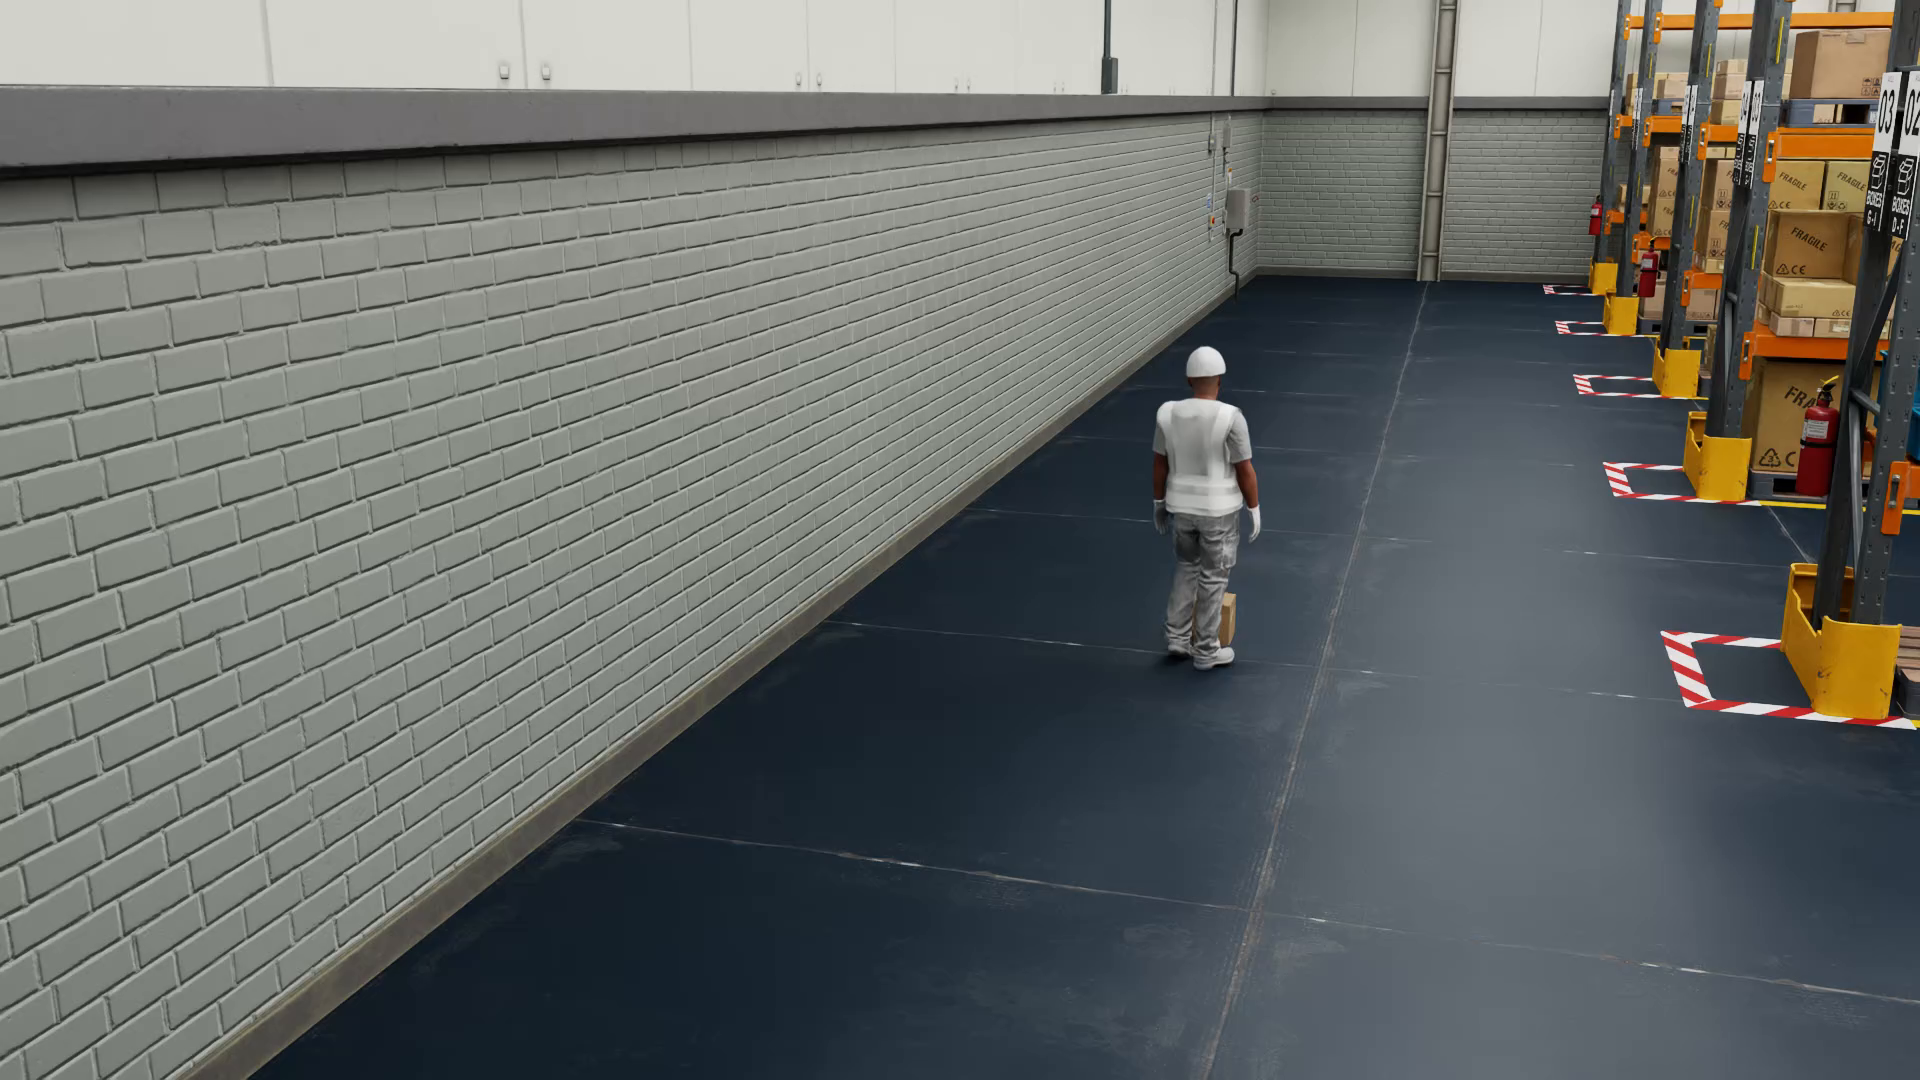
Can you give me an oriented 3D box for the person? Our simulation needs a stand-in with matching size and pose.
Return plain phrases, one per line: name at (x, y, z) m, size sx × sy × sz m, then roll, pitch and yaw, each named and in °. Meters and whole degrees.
person at (1.355, -0.153, 9.092) m, size 0.592 × 1.823 × 0.426 m, roll 11°, pitch 18°, yaw 35°
